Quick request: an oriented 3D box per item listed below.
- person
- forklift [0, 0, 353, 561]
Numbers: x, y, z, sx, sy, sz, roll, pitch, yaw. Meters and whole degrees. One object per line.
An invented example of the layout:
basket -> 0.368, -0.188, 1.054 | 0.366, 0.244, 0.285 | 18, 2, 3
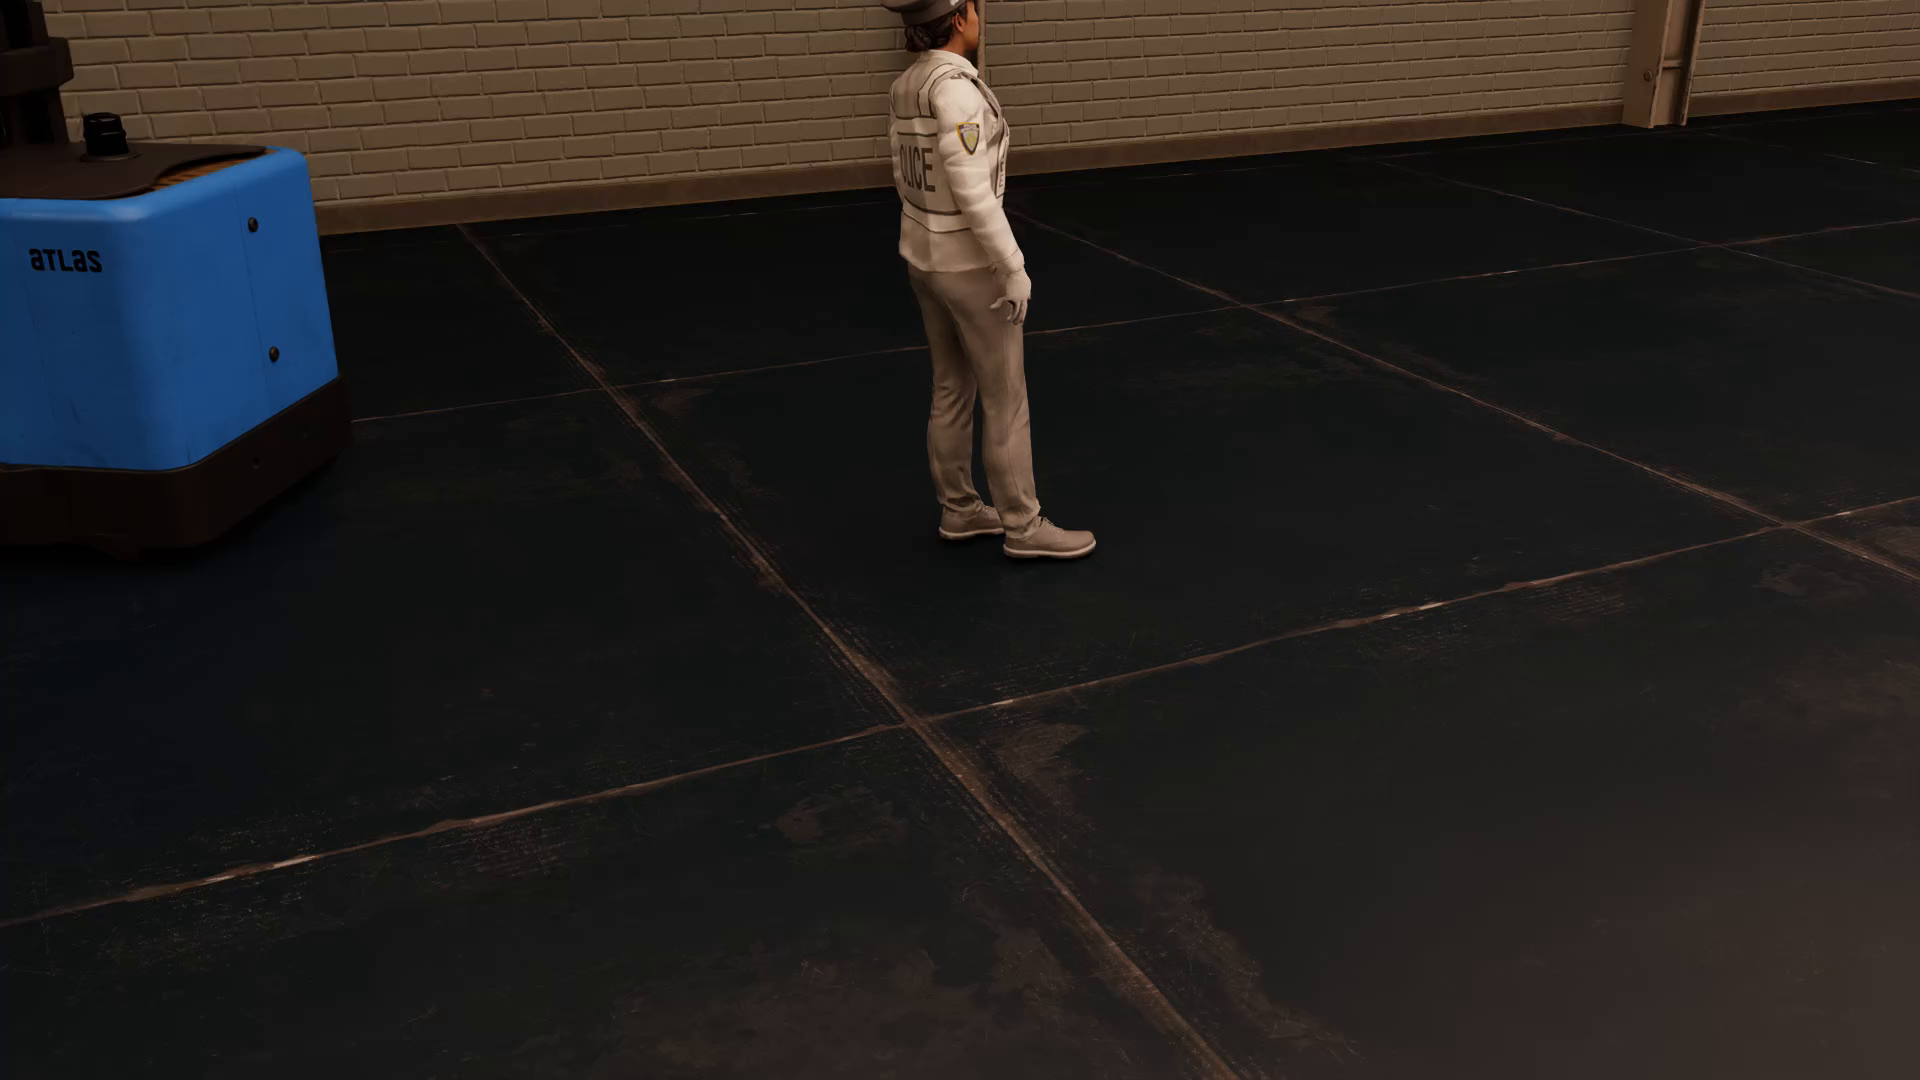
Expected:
person -> 0.065, -0.798, 4.800 | 0.532, 1.694, 0.586 | -10, 25, -23
forklift -> -3.648, -1.533, 4.976 | 3.031, 2.935, 1.130 | 3, 23, 7
